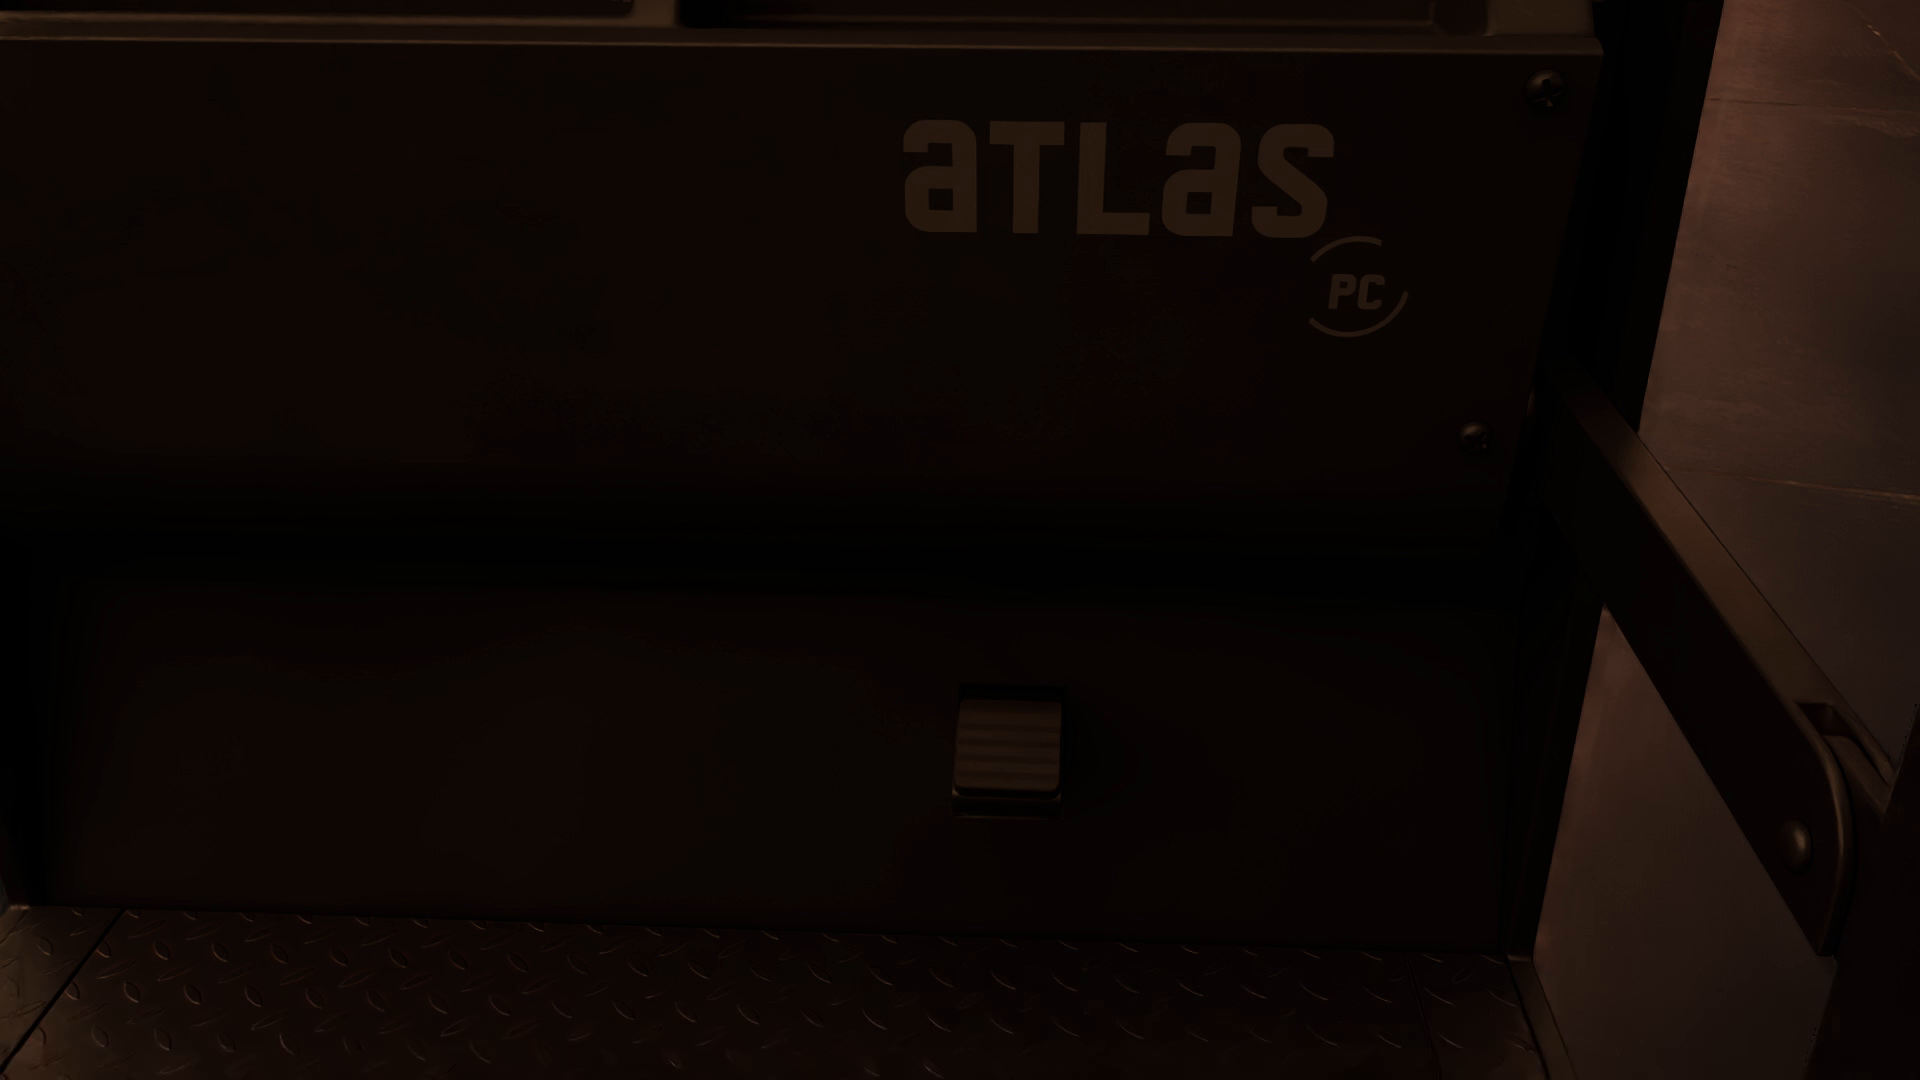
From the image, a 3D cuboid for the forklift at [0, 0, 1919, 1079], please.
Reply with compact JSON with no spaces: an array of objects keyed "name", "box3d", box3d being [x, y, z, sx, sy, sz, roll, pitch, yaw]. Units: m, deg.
[{"name":"forklift","box3d":[-0.154,-0.619,0.489,1.130,2.935,3.031,1,27,3]}]
